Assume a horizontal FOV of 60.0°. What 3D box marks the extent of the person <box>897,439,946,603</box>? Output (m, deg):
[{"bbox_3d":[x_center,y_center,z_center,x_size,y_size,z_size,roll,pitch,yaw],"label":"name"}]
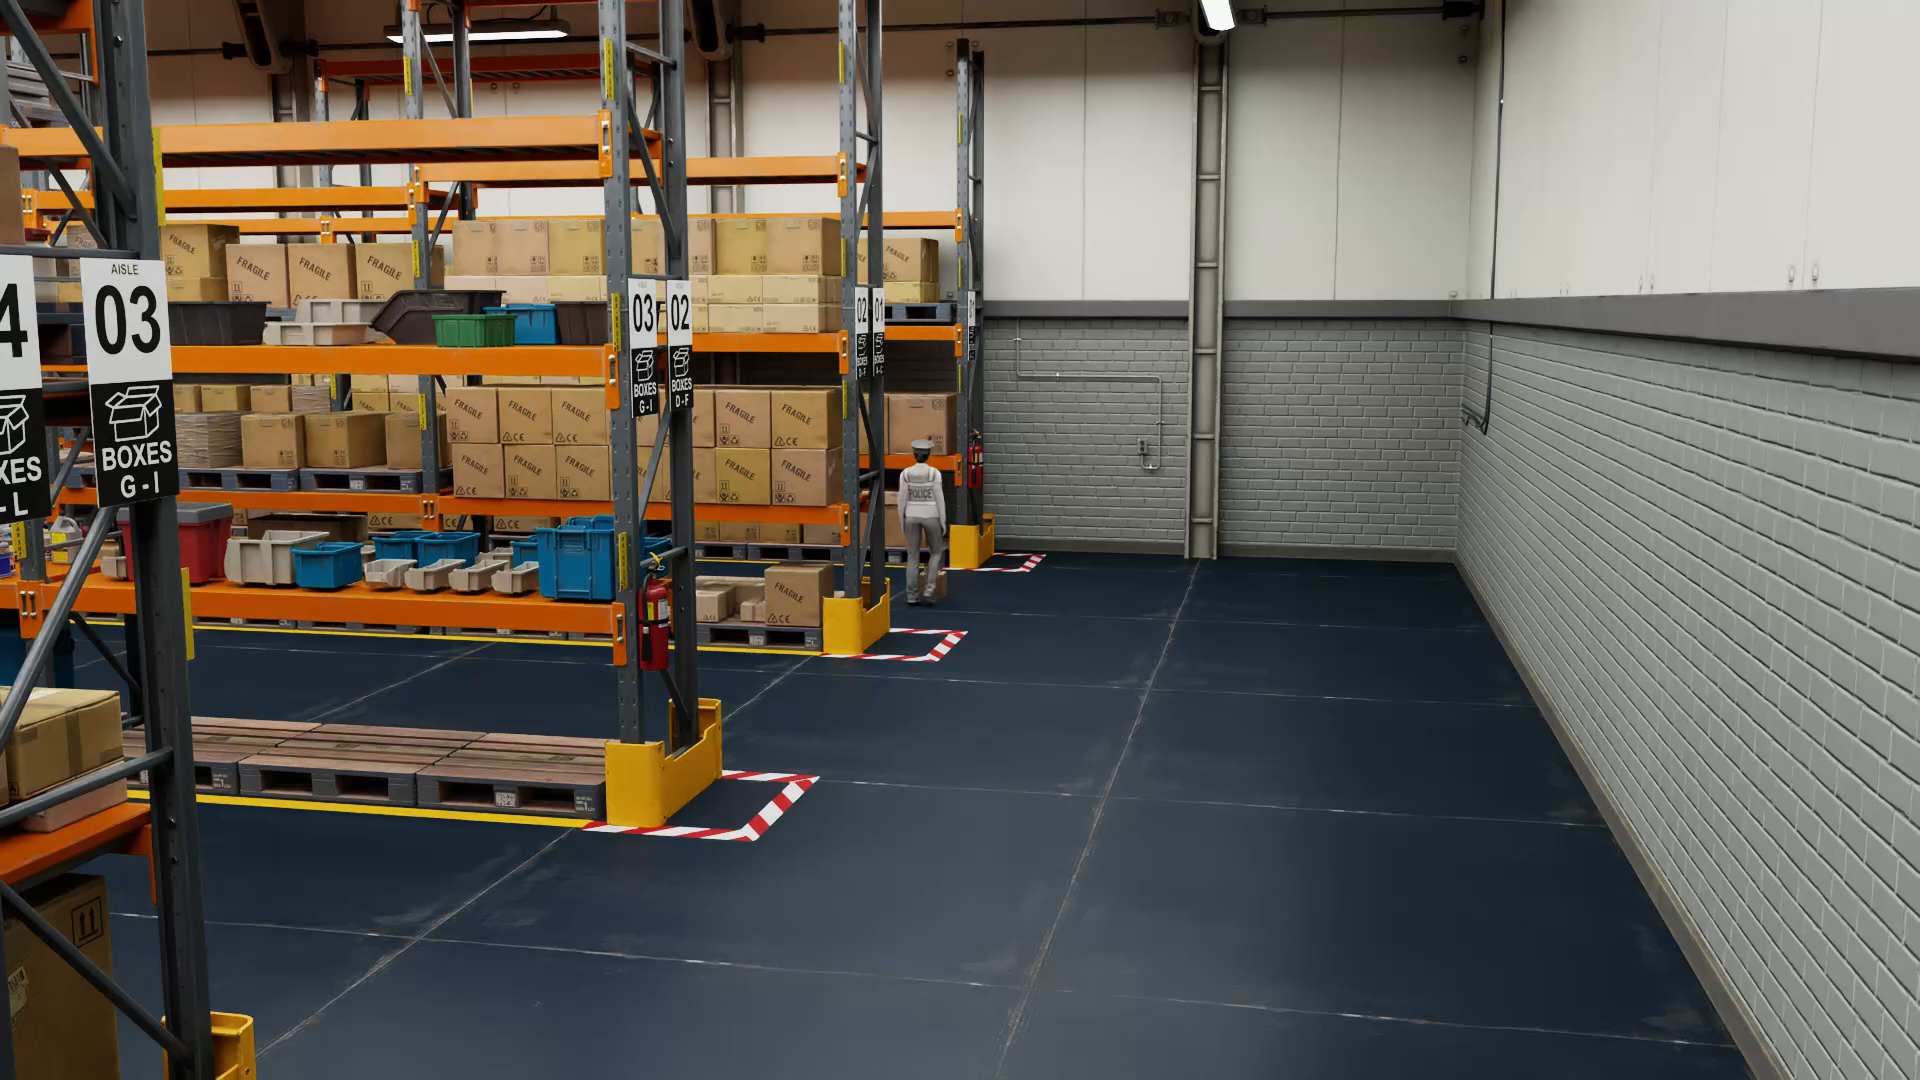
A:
[{"bbox_3d":[-0.386,-0.179,16.959,0.500,1.696,0.337,2,8,11],"label":"person"}]
